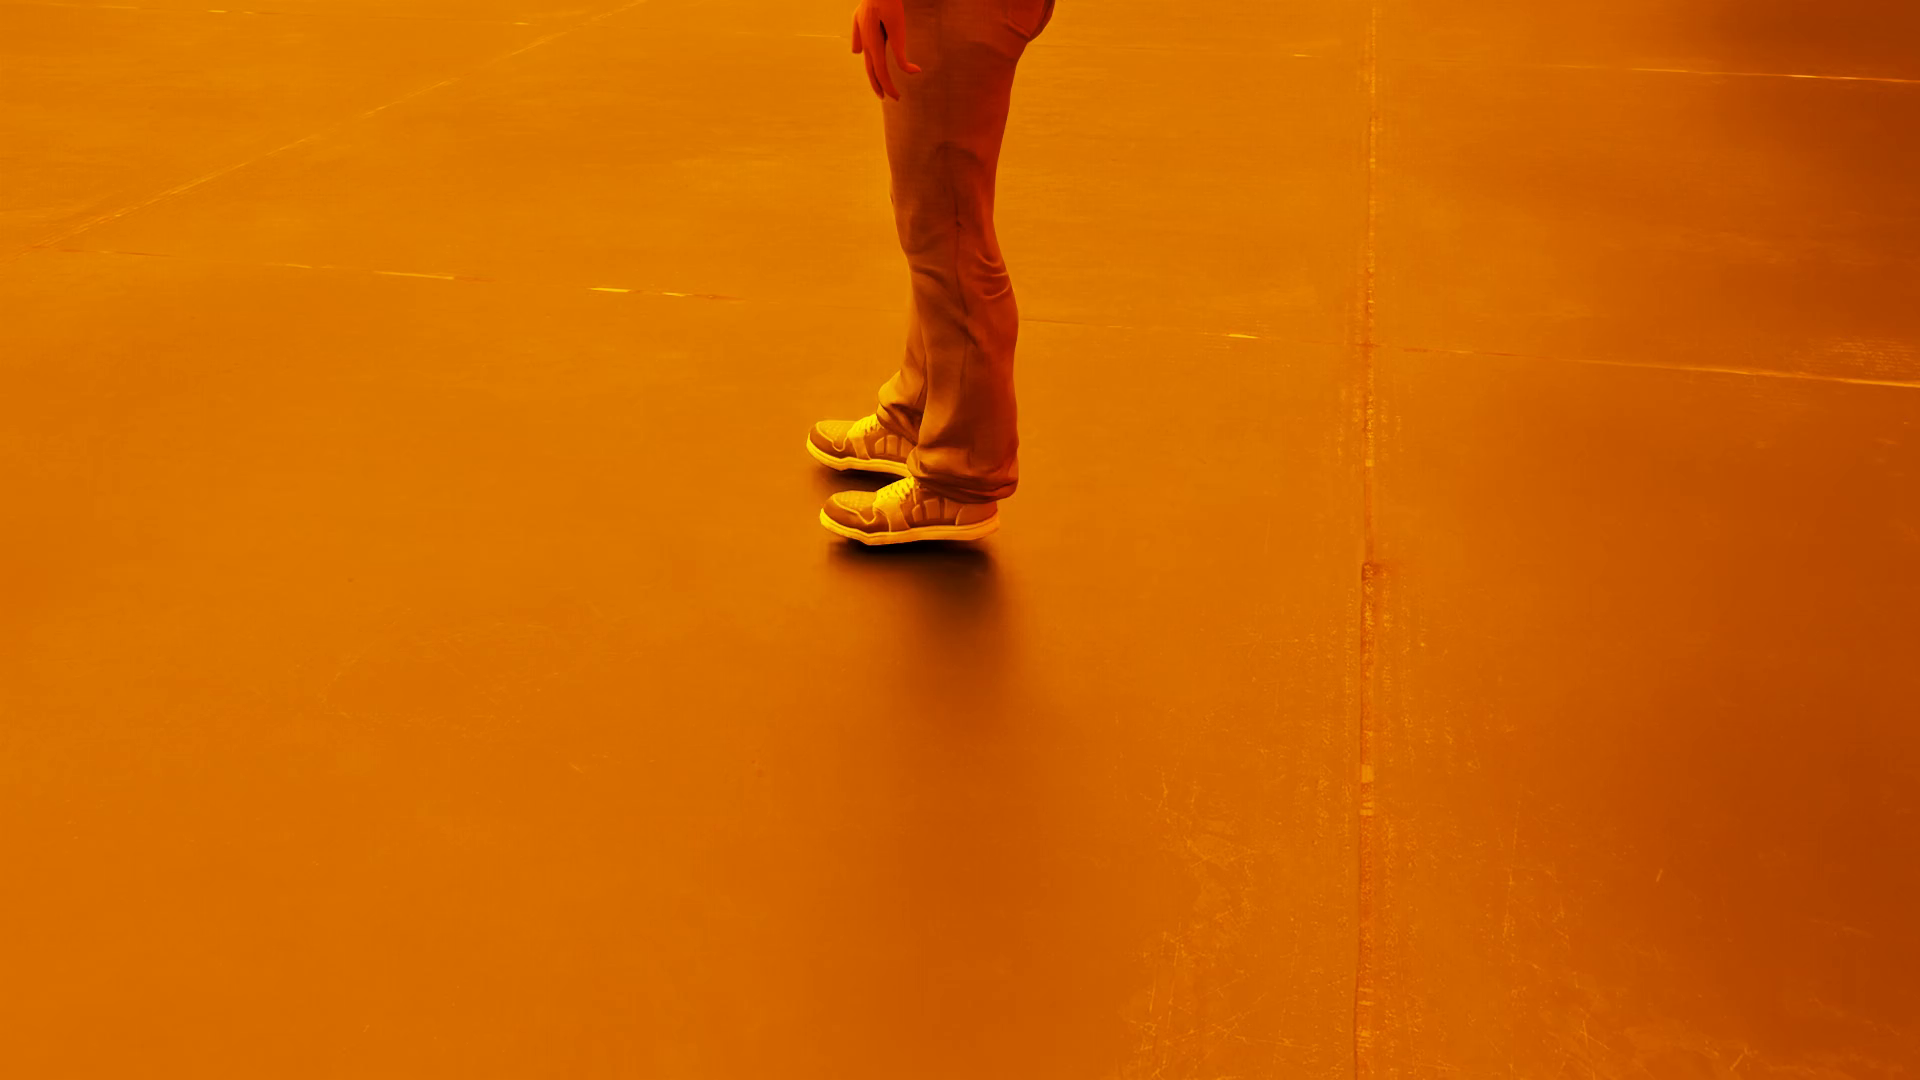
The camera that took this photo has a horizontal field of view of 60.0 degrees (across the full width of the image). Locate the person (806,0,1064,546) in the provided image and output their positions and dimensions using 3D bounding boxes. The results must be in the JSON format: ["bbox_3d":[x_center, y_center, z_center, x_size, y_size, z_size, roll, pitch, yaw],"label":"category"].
[{"bbox_3d":[-0.070,-0.734,2.164,0.473,1.599,0.520,6,27,11],"label":"person"}]
